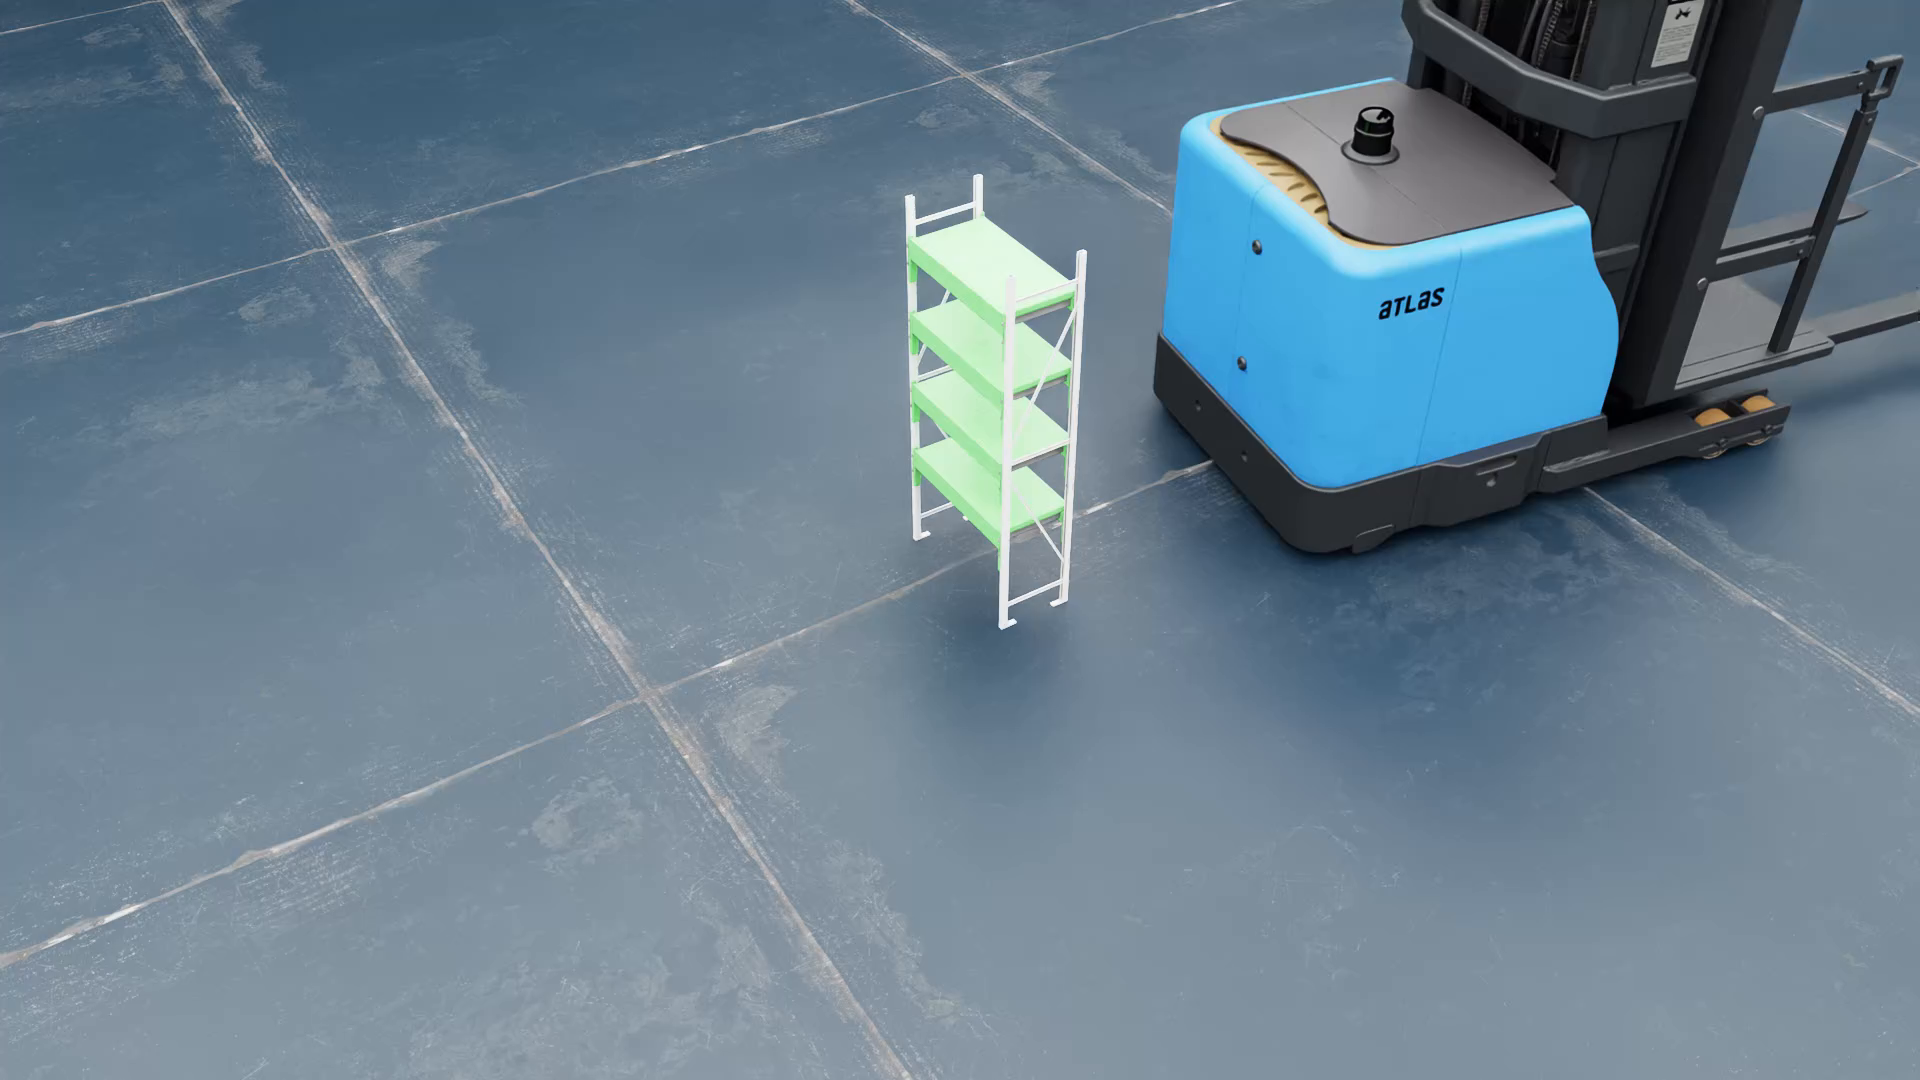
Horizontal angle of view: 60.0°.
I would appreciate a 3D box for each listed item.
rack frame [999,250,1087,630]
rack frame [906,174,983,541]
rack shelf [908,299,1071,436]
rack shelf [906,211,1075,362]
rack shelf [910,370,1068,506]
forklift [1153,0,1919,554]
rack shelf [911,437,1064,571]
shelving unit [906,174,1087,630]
[{"bbox_3d":[0.220,-0.240,4.601,0.240,1.200,0.015,-22,45,-24],"label":"rack frame"},{"bbox_3d":[-0.042,-0.503,4.917,0.240,1.200,0.015,-22,45,-24],"label":"rack frame"},{"bbox_3d":[0.089,-0.507,4.646,0.258,0.148,0.480,-22,45,-24],"label":"rack shelf"},{"bbox_3d":[0.089,-0.691,4.492,0.258,0.148,0.480,-22,45,-24],"label":"rack shelf"},{"bbox_3d":[0.089,-0.323,4.800,0.258,0.148,0.480,-22,45,-24],"label":"rack shelf"},{"bbox_3d":[2.235,-1.695,4.995,3.031,2.935,1.130,-15,42,-17],"label":"forklift"},{"bbox_3d":[0.089,-0.138,4.953,0.258,0.148,0.480,-22,45,-24],"label":"rack shelf"},{"bbox_3d":[0.089,-0.372,4.759,0.258,1.200,0.503,-22,45,-24],"label":"shelving unit"}]
